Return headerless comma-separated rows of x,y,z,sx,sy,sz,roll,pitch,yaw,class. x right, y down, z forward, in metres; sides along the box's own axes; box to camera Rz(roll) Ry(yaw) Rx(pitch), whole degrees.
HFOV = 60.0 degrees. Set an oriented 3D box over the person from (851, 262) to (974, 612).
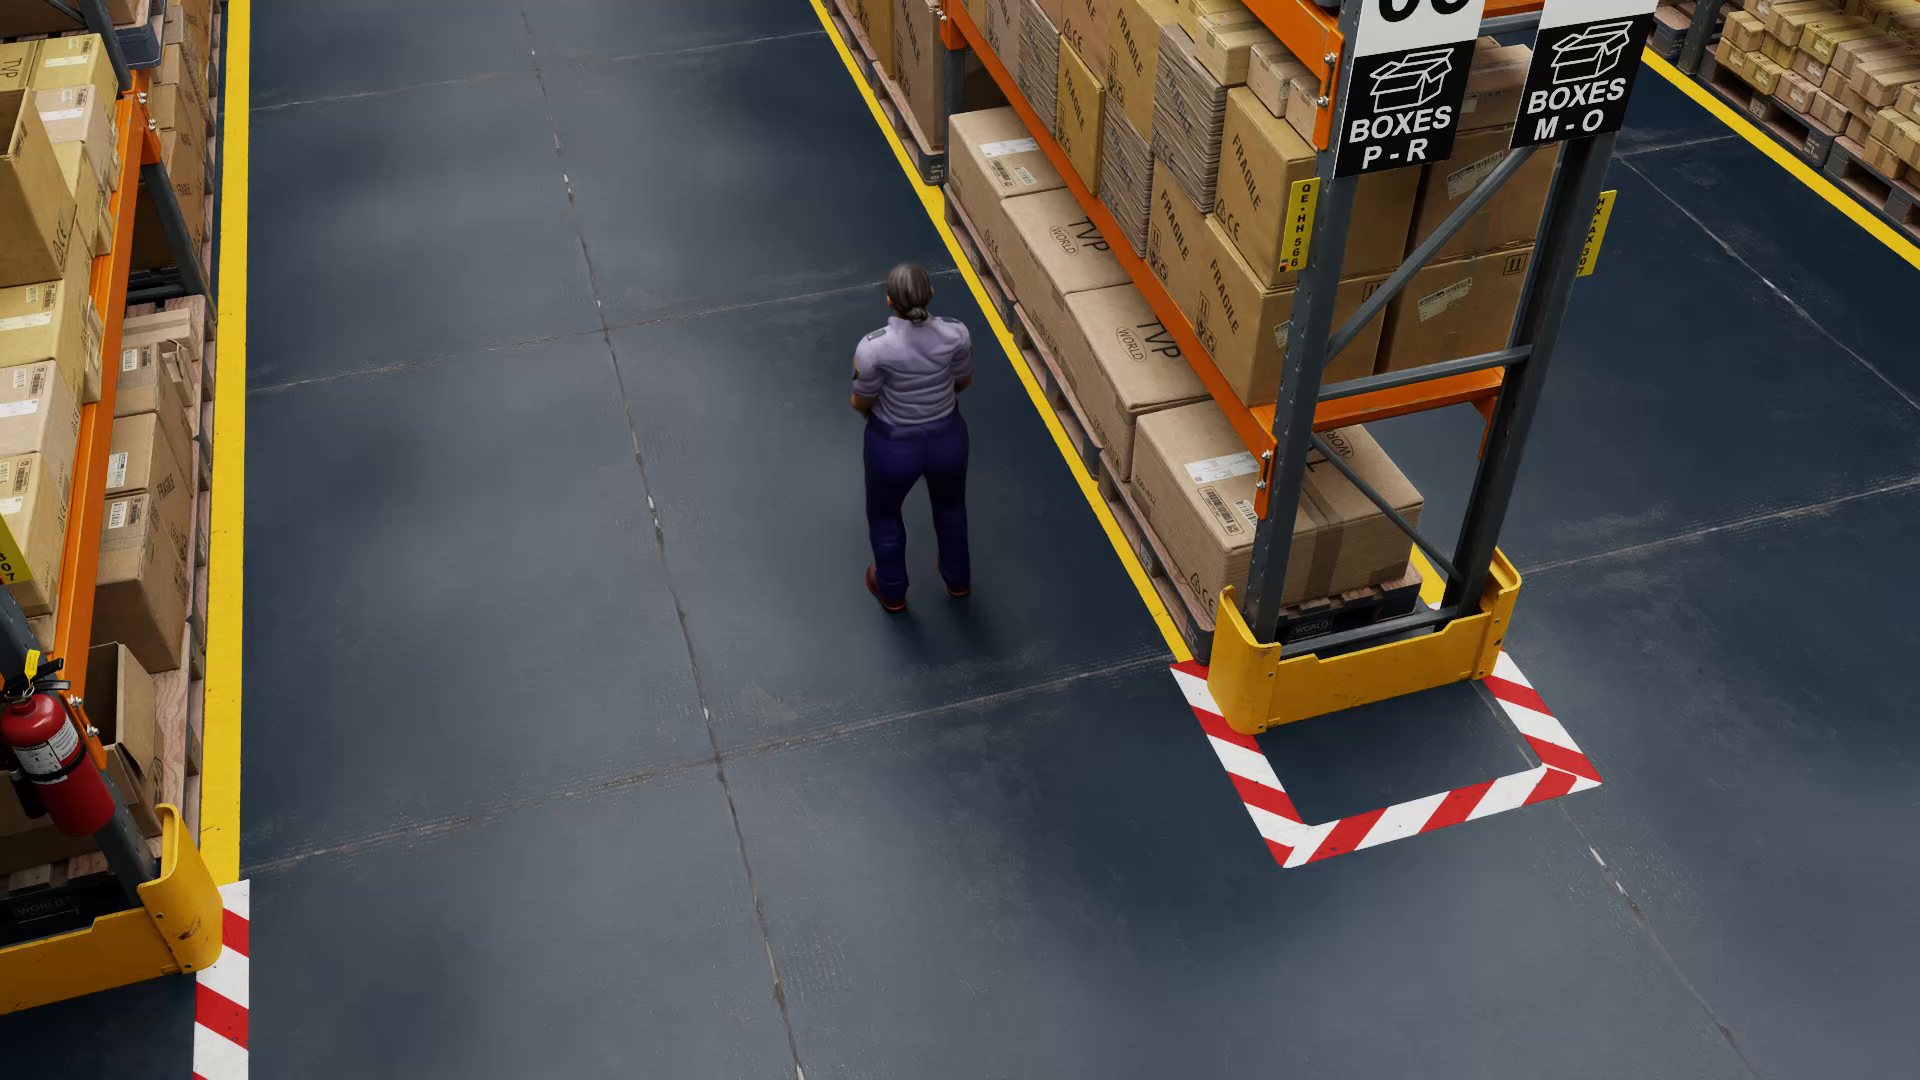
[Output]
-0.197,-0.426,6.629,0.494,1.655,0.463,-12,44,-13,person
